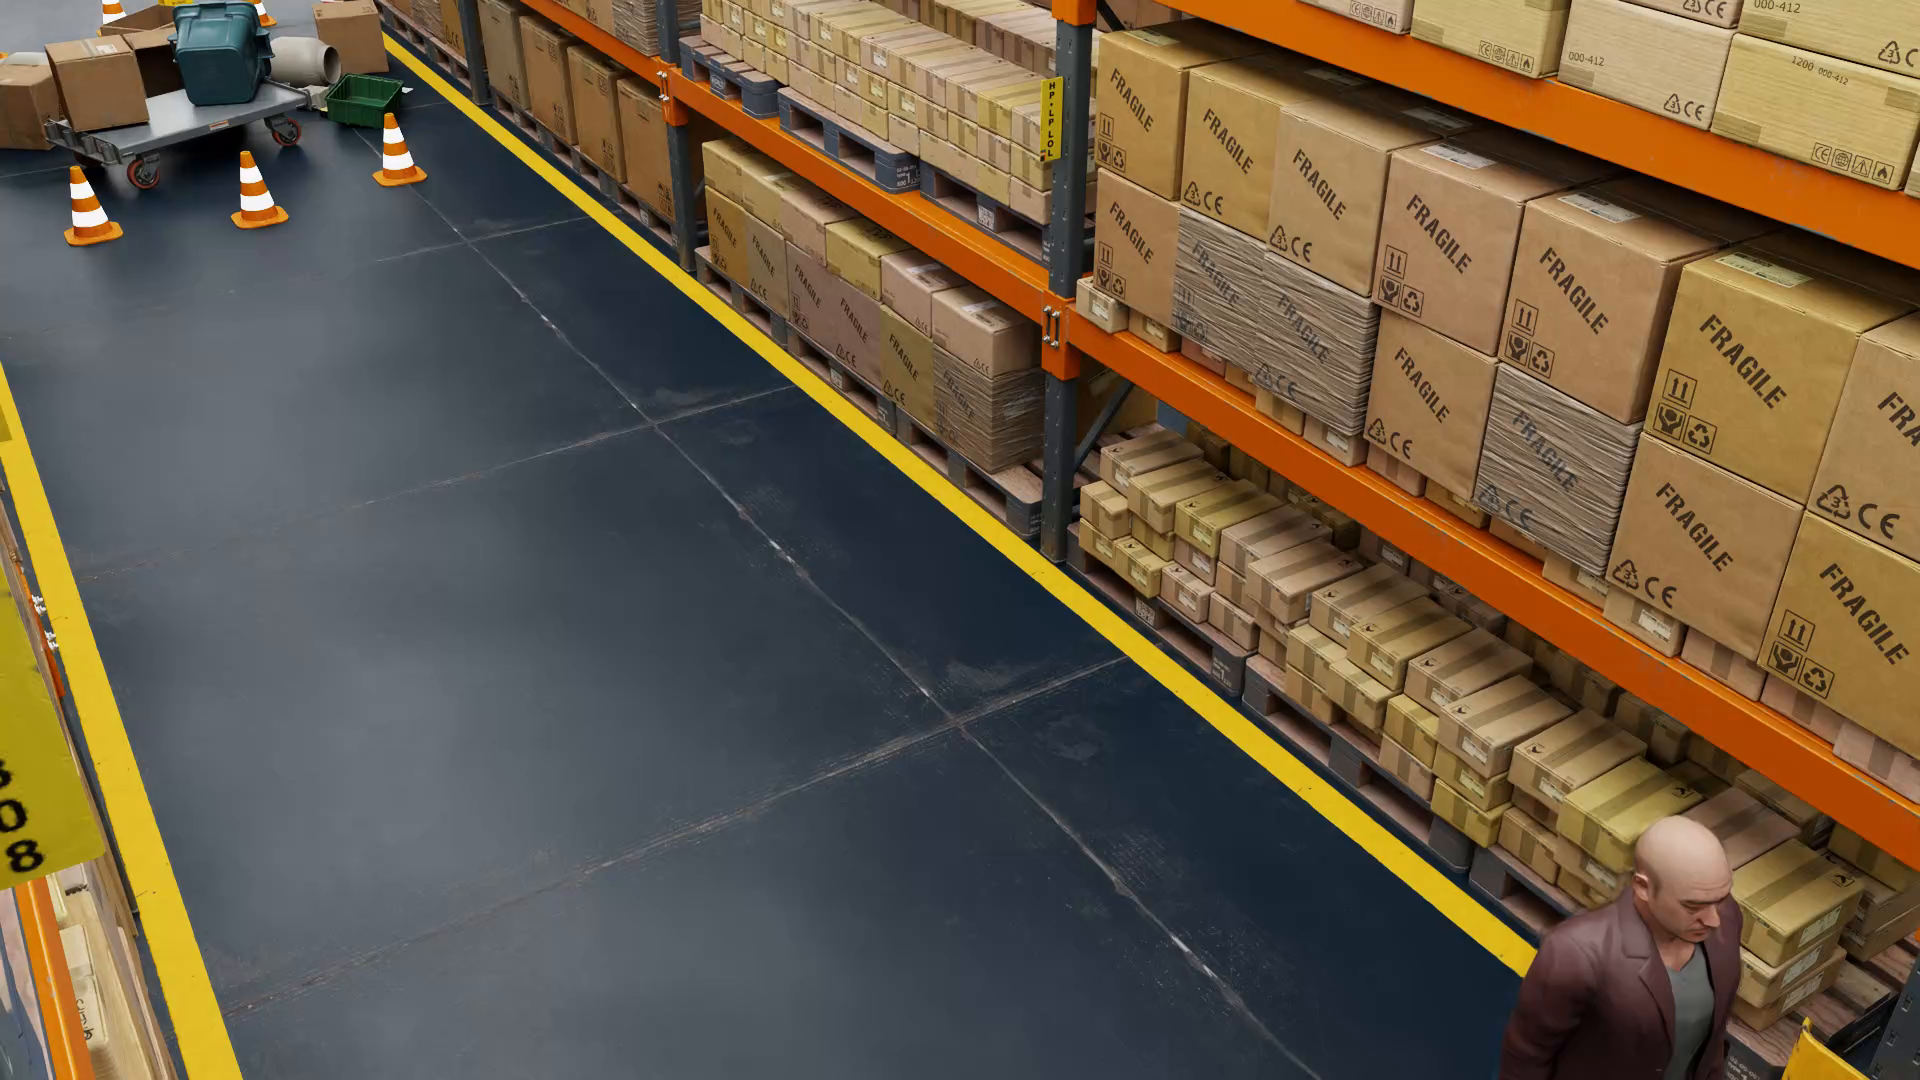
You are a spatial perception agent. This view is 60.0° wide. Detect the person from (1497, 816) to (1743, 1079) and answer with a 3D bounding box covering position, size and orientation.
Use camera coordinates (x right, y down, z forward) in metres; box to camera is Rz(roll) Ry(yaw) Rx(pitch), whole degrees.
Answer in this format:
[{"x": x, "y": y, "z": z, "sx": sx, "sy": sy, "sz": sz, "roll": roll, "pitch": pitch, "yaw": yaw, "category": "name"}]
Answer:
[{"x": 1.526, "y": 1.335, "z": 3.982, "sx": 0.622, "sy": 1.774, "sz": 0.628, "roll": -12, "pitch": 34, "yaw": -19, "category": "person"}]
